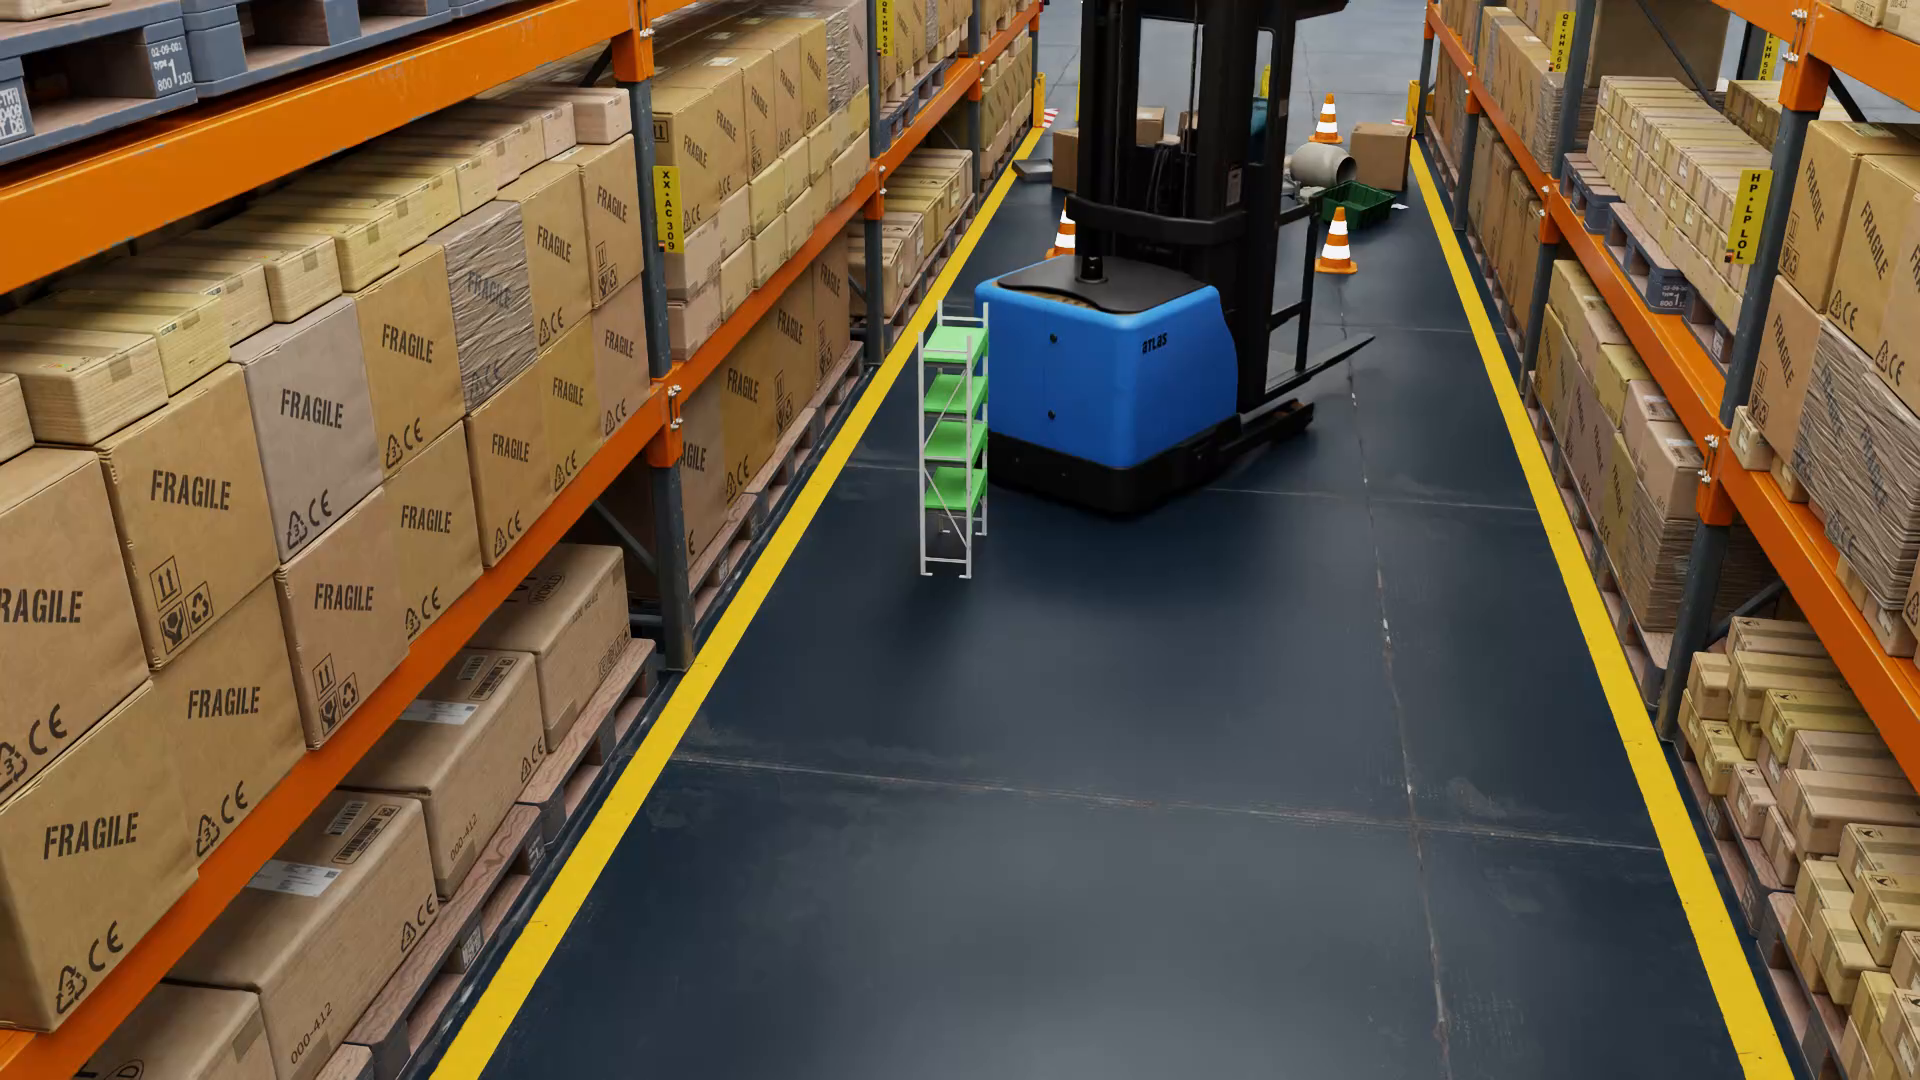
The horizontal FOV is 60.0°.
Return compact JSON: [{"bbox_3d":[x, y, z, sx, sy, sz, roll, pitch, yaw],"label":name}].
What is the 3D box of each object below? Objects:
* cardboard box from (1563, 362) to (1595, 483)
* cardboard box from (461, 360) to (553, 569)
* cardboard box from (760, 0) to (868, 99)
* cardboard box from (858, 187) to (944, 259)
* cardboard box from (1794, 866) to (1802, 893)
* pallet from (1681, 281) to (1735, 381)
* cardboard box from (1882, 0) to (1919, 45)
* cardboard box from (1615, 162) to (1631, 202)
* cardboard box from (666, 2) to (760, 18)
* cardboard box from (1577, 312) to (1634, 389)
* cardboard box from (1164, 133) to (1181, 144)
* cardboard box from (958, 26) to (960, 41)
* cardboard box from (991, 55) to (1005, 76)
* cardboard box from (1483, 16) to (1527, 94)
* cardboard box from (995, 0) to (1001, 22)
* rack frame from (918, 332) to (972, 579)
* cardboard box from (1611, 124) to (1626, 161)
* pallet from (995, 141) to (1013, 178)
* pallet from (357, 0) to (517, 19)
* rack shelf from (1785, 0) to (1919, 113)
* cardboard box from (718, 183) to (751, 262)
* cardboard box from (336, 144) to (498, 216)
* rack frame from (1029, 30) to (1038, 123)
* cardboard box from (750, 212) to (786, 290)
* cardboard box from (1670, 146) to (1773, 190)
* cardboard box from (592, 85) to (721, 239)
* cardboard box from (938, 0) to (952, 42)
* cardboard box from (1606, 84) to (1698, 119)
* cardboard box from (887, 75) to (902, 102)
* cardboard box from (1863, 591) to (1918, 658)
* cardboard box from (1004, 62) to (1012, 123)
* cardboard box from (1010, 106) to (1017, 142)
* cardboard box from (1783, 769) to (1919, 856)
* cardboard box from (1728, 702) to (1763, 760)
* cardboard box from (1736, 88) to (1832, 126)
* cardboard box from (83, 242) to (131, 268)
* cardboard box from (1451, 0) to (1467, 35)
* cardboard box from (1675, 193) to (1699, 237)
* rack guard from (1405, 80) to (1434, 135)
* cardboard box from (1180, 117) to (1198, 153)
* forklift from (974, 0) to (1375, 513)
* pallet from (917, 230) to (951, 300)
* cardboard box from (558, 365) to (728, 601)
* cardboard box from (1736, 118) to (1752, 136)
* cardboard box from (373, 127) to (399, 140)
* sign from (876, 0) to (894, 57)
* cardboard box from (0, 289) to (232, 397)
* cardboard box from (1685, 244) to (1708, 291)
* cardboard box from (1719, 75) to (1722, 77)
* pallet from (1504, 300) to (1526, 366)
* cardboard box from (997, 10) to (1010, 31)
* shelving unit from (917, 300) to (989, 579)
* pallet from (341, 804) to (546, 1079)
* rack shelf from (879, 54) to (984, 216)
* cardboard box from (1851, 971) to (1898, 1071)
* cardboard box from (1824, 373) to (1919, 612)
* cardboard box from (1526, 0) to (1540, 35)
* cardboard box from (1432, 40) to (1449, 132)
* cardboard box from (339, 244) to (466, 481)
[{"bbox_3d":[3.387,-0.576,8.396,0.500,0.500,0.500,3,25,7],"label":"cardboard box"},{"bbox_3d":[-1.611,-0.257,5.142,0.500,0.500,0.500,4,25,8],"label":"cardboard box"},{"bbox_3d":[-0.814,-2.787,9.367,0.500,0.500,0.500,3,25,7],"label":"cardboard box"},{"bbox_3d":[-0.643,-2.384,12.410,0.950,0.372,0.625,5,26,10],"label":"cardboard box"},{"bbox_3d":[2.848,1.125,5.175,0.380,0.149,0.250,3,25,6],"label":"cardboard box"},{"bbox_3d":[3.527,-0.772,6.587,1.003,0.211,1.213,4,25,9],"label":"pallet"},{"bbox_3d":[2.850,-1.454,4.457,0.500,0.250,0.500,4,25,8],"label":"cardboard box"},{"bbox_3d":[3.510,-1.787,8.331,0.380,0.149,0.250,5,26,11],"label":"cardboard box"},{"bbox_3d":[-1.381,-2.623,9.019,0.500,0.500,0.500,4,25,9],"label":"cardboard box"},{"bbox_3d":[3.384,-0.930,8.267,0.500,0.250,0.500,4,25,9],"label":"cardboard box"},{"bbox_3d":[2.099,-3.890,16.384,0.380,0.149,0.250,19,31,35],"label":"cardboard box"},{"bbox_3d":[-0.206,-3.929,12.906,0.380,0.149,0.250,3,25,7],"label":"cardboard box"},{"bbox_3d":[0.191,-4.265,14.922,0.380,0.149,0.250,5,26,11],"label":"cardboard box"},{"bbox_3d":[4.133,-3.528,12.130,0.500,0.500,0.500,4,25,9],"label":"cardboard box"},{"bbox_3d":[0.072,-4.752,14.395,0.500,0.500,0.500,4,25,8],"label":"cardboard box"},{"bbox_3d":[-0.067,-0.372,7.630,0.240,1.200,0.015,4,25,9],"label":"rack frame"},{"bbox_3d":[3.553,-2.020,8.476,0.380,0.149,0.250,3,25,7],"label":"cardboard box"},{"bbox_3d":[-0.062,-3.728,15.965,1.003,0.211,1.213,4,25,9],"label":"pallet"},{"bbox_3d":[-1.785,-1.827,5.181,1.003,0.211,1.213,4,25,9],"label":"pallet"},{"bbox_3d":[2.932,-0.745,3.614,1.077,0.370,4.000,4,25,9],"label":"rack shelf"},{"bbox_3d":[-1.234,-1.393,7.274,0.500,0.250,0.500,4,25,9],"label":"cardboard box"},{"bbox_3d":[-1.607,-1.070,4.936,0.380,0.149,0.250,4,25,8],"label":"cardboard box"},{"bbox_3d":[0.320,-5.869,17.249,1.000,3.000,0.127,4,25,9],"label":"rack frame"},{"bbox_3d":[-1.126,-1.377,7.831,0.500,0.250,0.500,4,25,8],"label":"cardboard box"},{"bbox_3d":[3.345,-1.621,7.275,0.380,0.149,0.250,3,25,6],"label":"cardboard box"},{"bbox_3d":[-1.286,-1.512,6.645,0.500,0.500,0.500,4,25,9],"label":"cardboard box"},{"bbox_3d":[-0.353,-3.934,12.152,0.500,0.500,0.500,5,26,10],"label":"cardboard box"},{"bbox_3d":[3.604,-2.275,8.672,0.380,0.149,0.250,3,25,7],"label":"cardboard box"},{"bbox_3d":[-0.582,-2.949,10.814,0.380,0.149,0.250,2,25,5],"label":"cardboard box"},{"bbox_3d":[2.722,0.215,4.550,0.380,0.149,0.250,5,26,11],"label":"cardboard box"},{"bbox_3d":[0.191,-4.150,15.441,0.500,0.500,0.500,5,26,11],"label":"cardboard box"},{"bbox_3d":[0.281,-4.021,16.051,0.500,0.250,0.500,3,25,7],"label":"cardboard box"},{"bbox_3d":[2.759,0.844,5.075,0.380,0.149,0.250,5,25,10],"label":"cardboard box"},{"bbox_3d":[2.931,0.659,5.821,0.380,0.149,0.250,4,25,9],"label":"cardboard box"},{"bbox_3d":[4.241,-2.226,8.567,0.380,0.149,0.250,4,25,8],"label":"cardboard box"},{"bbox_3d":[-2.280,-0.670,4.081,0.380,0.149,0.250,5,25,10],"label":"cardboard box"},{"bbox_3d":[4.874,-4.796,14.781,0.875,0.550,0.500,4,25,9],"label":"cardboard box"},{"bbox_3d":[3.298,-1.378,7.105,0.380,0.149,0.250,3,25,6],"label":"cardboard box"},{"bbox_3d":[5.224,-4.446,17.158,1.175,0.500,0.348,4,25,9],"label":"rack guard"},{"bbox_3d":[2.386,-3.498,14.969,0.797,0.637,0.503,4,25,9],"label":"cardboard box"},{"bbox_3d":[1.388,-2.015,9.098,1.130,2.935,3.031,20,31,36],"label":"forklift"},{"bbox_3d":[-0.657,-2.095,12.477,1.003,0.211,1.213,4,25,9],"label":"pallet"},{"bbox_3d":[-1.619,-0.343,7.454,0.875,0.875,0.875,5,26,10],"label":"cardboard box"},{"bbox_3d":[4.239,-2.083,8.612,0.380,0.149,0.250,5,26,10],"label":"cardboard box"},{"bbox_3d":[-1.975,-1.309,5.447,0.380,0.149,0.250,4,25,8],"label":"cardboard box"},{"bbox_3d":[-0.439,-3.010,9.777,0.100,0.325,0.005,4,25,9],"label":"sign"},{"bbox_3d":[-1.810,-0.425,3.557,0.380,0.149,0.250,3,25,7],"label":"cardboard box"},{"bbox_3d":[3.254,-1.123,6.912,0.380,0.149,0.250,3,25,6],"label":"cardboard box"},{"bbox_3d":[4.332,-2.649,10.254,0.500,0.500,0.500,4,25,8],"label":"cardboard box"},{"bbox_3d":[4.116,-1.284,10.743,1.003,0.211,1.213,4,25,9],"label":"pallet"},{"bbox_3d":[0.252,-4.726,15.104,0.380,0.149,0.250,4,25,9],"label":"cardboard box"},{"bbox_3d":[-0.027,-0.474,7.848,0.258,1.200,0.503,4,25,9],"label":"shelving unit"},{"bbox_3d":[-2.040,1.238,5.357,1.003,0.211,1.213,4,25,9],"label":"pallet"},{"bbox_3d":[-0.661,-3.033,12.041,1.077,0.370,4.000,4,25,9],"label":"rack shelf"},{"bbox_3d":[2.625,1.309,4.432,0.380,0.149,0.250,5,26,11],"label":"cardboard box"},{"bbox_3d":[2.738,-0.124,4.507,0.500,0.500,0.500,3,25,7],"label":"cardboard box"},{"bbox_3d":[4.326,-3.758,11.444,0.700,0.500,0.500,4,25,9],"label":"cardboard box"},{"bbox_3d":[5.174,-4.508,16.353,0.875,0.875,0.875,4,25,9],"label":"cardboard box"},{"bbox_3d":[-1.701,-0.497,4.476,0.500,0.500,0.500,4,25,9],"label":"cardboard box"}]
